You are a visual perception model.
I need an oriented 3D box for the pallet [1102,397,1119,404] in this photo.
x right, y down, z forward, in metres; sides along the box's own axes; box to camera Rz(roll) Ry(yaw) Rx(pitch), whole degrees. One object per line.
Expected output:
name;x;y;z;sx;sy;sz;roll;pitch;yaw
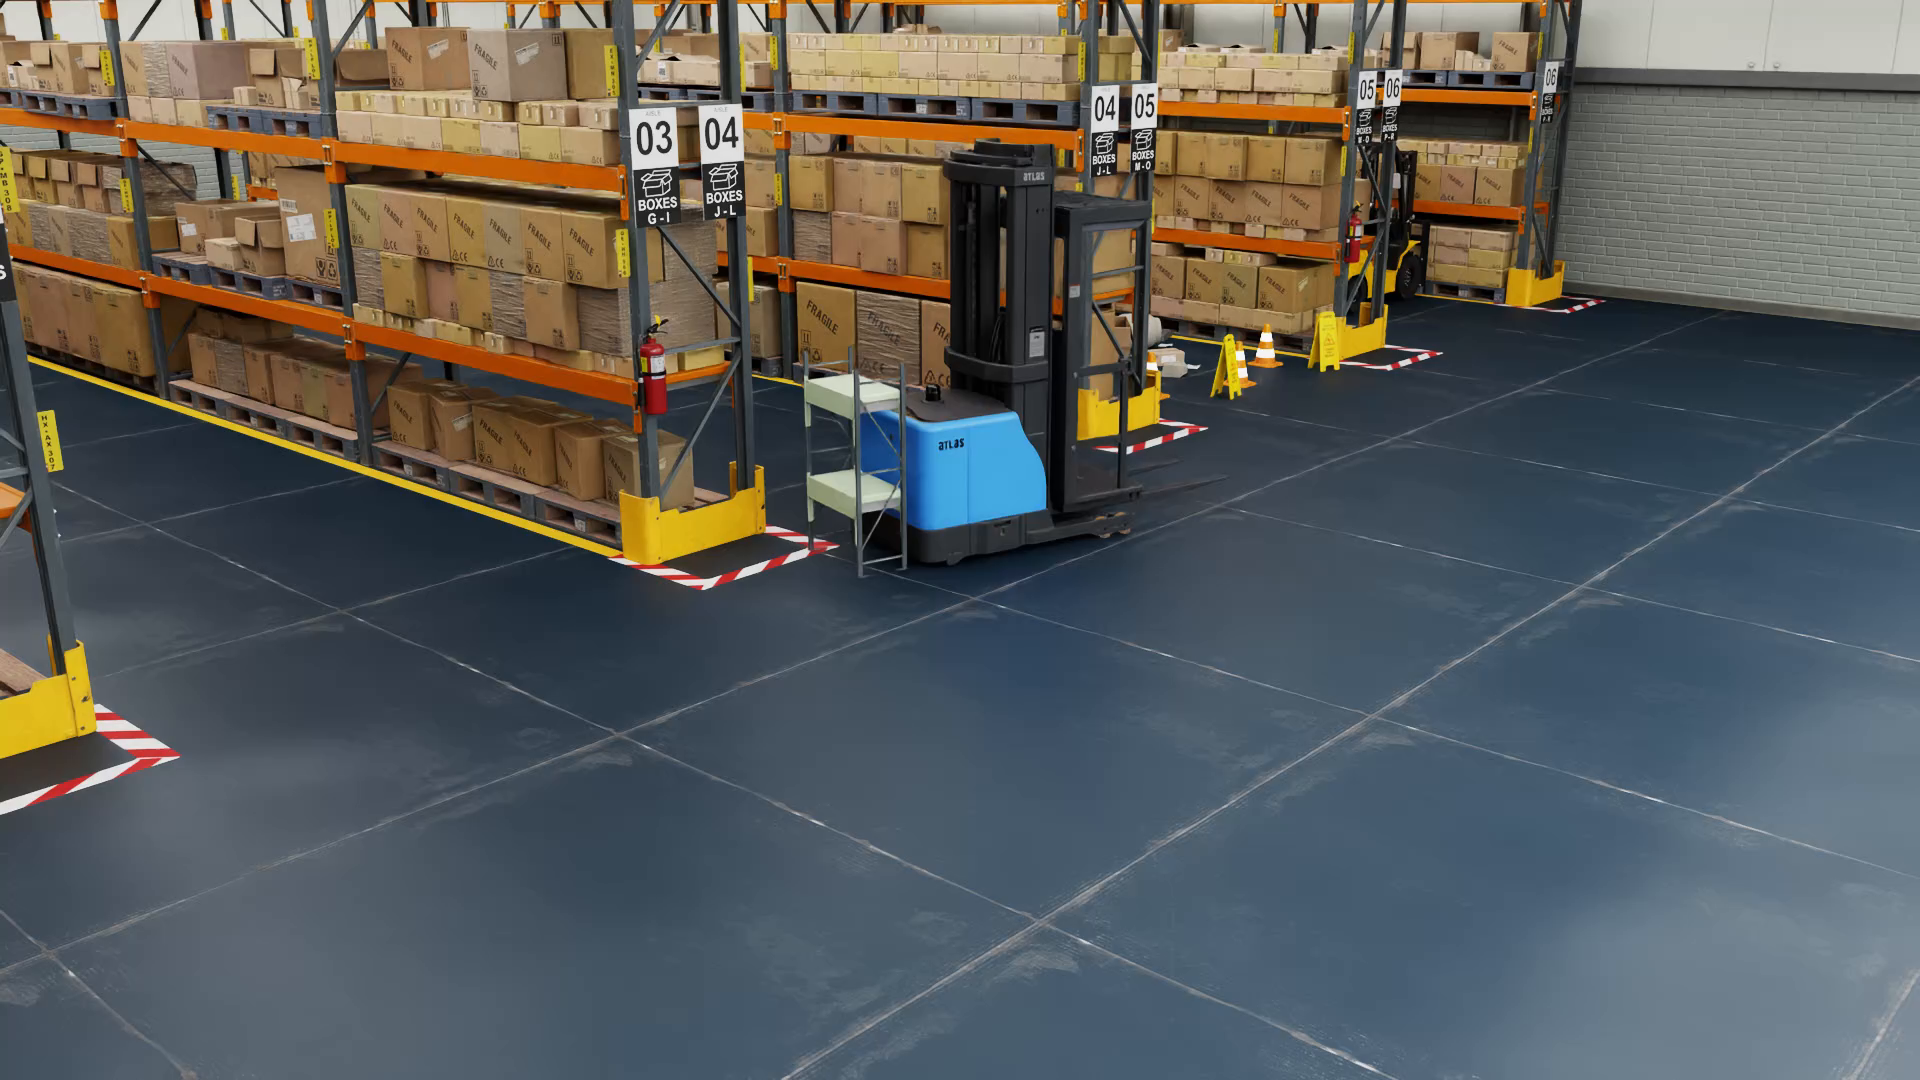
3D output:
pallet;0.788;-1.305;16.375;1.213;0.211;1.003;15;23;39

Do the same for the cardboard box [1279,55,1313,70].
cardboard box;3.829;-5.430;18.901;0.250;0.149;0.380;15;23;39

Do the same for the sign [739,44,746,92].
sign;-1.570;-3.358;11.832;0.005;0.325;0.100;15;23;39

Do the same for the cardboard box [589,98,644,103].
cardboard box;-2.539;-3.213;12.406;0.250;0.149;0.380;16;24;41

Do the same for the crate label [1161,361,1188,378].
crate label;2.359;-1.886;18.328;0.298;0.136;0.250;4;18;11

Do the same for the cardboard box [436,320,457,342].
cardboard box;-4.009;-1.716;13.476;0.250;0.149;0.380;15;23;39

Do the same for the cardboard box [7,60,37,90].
cardboard box;-10.144;-5.146;18.361;0.500;0.311;0.500;14;22;37

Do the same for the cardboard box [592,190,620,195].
cardboard box;-4.007;-3.892;19.753;0.500;0.500;0.500;15;23;39

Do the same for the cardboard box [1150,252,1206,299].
cardboard box;2.713;-3.293;20.640;0.500;0.500;0.500;17;24;42

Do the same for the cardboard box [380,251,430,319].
cardboard box;-4.275;-2.169;13.831;0.500;0.500;0.875;15;23;39

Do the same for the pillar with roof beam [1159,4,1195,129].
pillar with roof beam;0.672;-8.189;23.539;0.400;9.000;9.100;15;23;39

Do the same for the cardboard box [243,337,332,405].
cardboard box;-6.547;-1.663;16.298;0.700;0.500;0.500;-16;24;-41

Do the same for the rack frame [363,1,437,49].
rack frame;-7.537;-7.760;22.187;0.127;3.000;1.000;15;23;39

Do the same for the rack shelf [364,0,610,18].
rack shelf;-6.041;-6.825;21.091;4.000;0.370;1.077;15;23;39

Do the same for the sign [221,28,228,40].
sign;-10.889;-7.427;24.652;0.005;0.325;0.100;15;23;39

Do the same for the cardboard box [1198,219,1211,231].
cardboard box;3.096;-3.850;20.199;0.250;0.149;0.380;15;23;39

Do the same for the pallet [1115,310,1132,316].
pallet;2.182;-2.979;21.648;1.213;0.211;1.003;15;23;39

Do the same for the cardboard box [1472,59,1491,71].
cardboard box;7.119;-6.411;22.450;0.250;0.149;0.380;14;22;38

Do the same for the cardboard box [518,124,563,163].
cardboard box;-2.834;-2.886;12.037;0.500;0.250;0.500;15;23;40

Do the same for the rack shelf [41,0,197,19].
rack shelf;-9.409;-5.723;17.619;4.000;0.370;1.077;15;23;39

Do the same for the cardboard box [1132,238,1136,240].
cardboard box;2.908;-5.172;27.181;0.625;0.625;0.875;16;24;41

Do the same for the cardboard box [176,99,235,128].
cardboard box;-6.956;-3.998;15.539;0.500;0.250;0.500;16;23;40

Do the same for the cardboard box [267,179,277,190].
cardboard box;-10.121;-5.337;24.885;0.250;0.149;0.380;14;22;38

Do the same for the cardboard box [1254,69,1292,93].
cardboard box;3.720;-5.278;19.080;0.500;0.250;0.500;15;23;39

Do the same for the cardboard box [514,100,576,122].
cardboard box;-3.045;-3.155;12.223;0.250;0.149;0.380;15;23;40

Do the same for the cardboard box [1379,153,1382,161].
cardboard box;6.155;-5.477;23.672;0.250;0.149;0.380;14;23;38

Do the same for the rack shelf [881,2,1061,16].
rack shelf;0.461;-9.089;28.225;4.000;0.370;1.077;15;23;39

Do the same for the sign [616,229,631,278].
sign;-2.313;-1.970;11.425;0.005;0.325;0.100;15;23;39

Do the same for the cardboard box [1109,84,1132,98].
cardboard box;1.394;-4.190;15.454;0.250;0.149;0.380;15;23;40

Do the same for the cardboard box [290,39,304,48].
cardboard box;-9.296;-7.055;23.687;0.250;0.149;0.380;16;24;41

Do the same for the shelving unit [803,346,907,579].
shelving unit;-0.753;-0.569;11.925;0.431;1.500;0.755;-11;21;-31

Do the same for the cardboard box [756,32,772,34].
cardboard box;-3.494;-9.454;31.412;0.500;0.250;0.500;15;23;39

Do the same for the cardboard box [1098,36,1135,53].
cardboard box;1.400;-4.568;15.326;0.250;0.149;0.380;15;23;40

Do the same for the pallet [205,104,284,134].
pallet;-6.090;-3.888;15.256;1.003;0.211;1.213;15;23;39

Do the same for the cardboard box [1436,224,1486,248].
cardboard box;7.003;-4.244;23.225;0.500;0.250;0.500;16;23;40

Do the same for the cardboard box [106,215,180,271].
cardboard box;-8.447;-3.086;17.212;0.500;0.500;0.500;16;24;41

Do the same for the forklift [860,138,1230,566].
forklift;0.740;-1.534;12.599;3.031;2.935;1.130;-11;21;-31

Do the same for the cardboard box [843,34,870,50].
cardboard box;-0.936;-4.929;16.464;0.250;0.149;0.380;15;23;38

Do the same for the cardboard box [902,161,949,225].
cardboard box;-0.098;-3.470;16.555;0.500;0.550;0.875;15;23;39

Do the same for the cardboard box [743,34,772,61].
cardboard box;-2.846;-7.204;24.533;0.500;0.500;0.500;15;23;40

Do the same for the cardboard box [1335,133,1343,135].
cardboard box;5.755;-5.951;24.676;0.250;0.149;0.380;15;23;39

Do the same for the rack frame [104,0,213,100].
rack frame;-7.913;-5.855;16.184;0.127;3.000;1.000;15;23;39

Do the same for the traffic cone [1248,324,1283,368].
traffic cone;3.470;-2.217;18.832;0.334;0.463;0.336;15;23;39

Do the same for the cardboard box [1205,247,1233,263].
cardboard box;3.175;-3.452;20.071;0.250;0.149;0.380;16;24;42

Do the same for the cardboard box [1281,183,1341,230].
cardboard box;4.059;-3.868;19.182;0.500;0.500;0.500;15;23;38

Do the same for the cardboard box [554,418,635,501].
cardboard box;-2.856;-0.639;13.106;0.500;0.500;0.500;-11;21;-31

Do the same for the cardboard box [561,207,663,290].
cardboard box;-2.505;-2.110;11.991;0.500;0.500;0.500;15;23;39

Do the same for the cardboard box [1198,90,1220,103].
cardboard box;3.017;-5.248;19.646;0.250;0.149;0.380;15;23;39

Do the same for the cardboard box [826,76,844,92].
cardboard box;-1.127;-4.600;16.745;0.250;0.149;0.380;15;23;39

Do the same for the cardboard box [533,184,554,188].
cardboard box;-5.217;-4.316;20.481;0.250;0.149;0.380;16;23;40
